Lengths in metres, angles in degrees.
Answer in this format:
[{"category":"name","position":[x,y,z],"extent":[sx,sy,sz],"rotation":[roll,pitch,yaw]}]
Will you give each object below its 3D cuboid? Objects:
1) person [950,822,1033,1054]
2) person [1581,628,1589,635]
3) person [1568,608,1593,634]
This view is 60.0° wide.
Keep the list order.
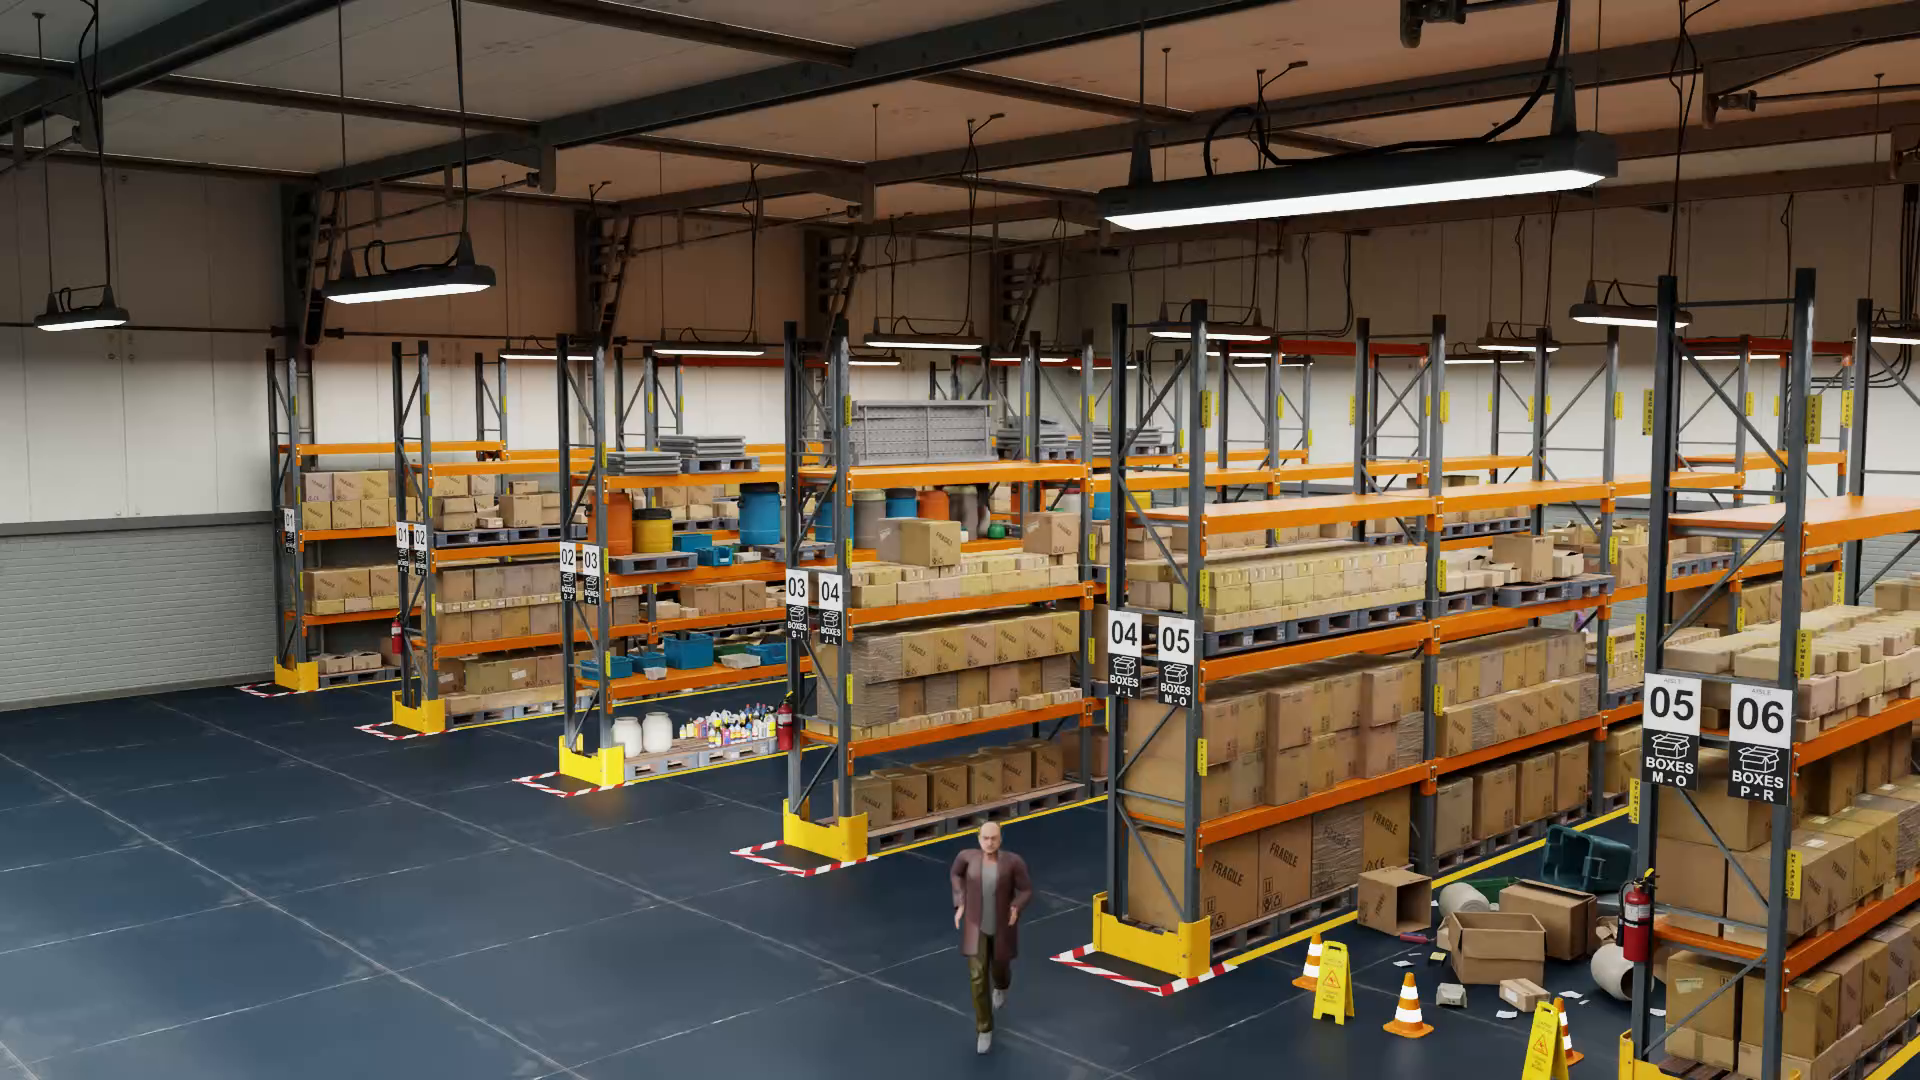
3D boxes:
[{"category":"person","position":[0.248,3.123,13.469],"extent":[0.683,1.768,1.019],"rotation":[0,5,4]},{"category":"person","position":[9.195,2.137,24.744],"extent":[0.659,1.681,0.507],"rotation":[5,7,44]},{"category":"person","position":[11.201,1.801,29.933],"extent":[0.562,1.537,0.552],"rotation":[-2,5,-24]}]
